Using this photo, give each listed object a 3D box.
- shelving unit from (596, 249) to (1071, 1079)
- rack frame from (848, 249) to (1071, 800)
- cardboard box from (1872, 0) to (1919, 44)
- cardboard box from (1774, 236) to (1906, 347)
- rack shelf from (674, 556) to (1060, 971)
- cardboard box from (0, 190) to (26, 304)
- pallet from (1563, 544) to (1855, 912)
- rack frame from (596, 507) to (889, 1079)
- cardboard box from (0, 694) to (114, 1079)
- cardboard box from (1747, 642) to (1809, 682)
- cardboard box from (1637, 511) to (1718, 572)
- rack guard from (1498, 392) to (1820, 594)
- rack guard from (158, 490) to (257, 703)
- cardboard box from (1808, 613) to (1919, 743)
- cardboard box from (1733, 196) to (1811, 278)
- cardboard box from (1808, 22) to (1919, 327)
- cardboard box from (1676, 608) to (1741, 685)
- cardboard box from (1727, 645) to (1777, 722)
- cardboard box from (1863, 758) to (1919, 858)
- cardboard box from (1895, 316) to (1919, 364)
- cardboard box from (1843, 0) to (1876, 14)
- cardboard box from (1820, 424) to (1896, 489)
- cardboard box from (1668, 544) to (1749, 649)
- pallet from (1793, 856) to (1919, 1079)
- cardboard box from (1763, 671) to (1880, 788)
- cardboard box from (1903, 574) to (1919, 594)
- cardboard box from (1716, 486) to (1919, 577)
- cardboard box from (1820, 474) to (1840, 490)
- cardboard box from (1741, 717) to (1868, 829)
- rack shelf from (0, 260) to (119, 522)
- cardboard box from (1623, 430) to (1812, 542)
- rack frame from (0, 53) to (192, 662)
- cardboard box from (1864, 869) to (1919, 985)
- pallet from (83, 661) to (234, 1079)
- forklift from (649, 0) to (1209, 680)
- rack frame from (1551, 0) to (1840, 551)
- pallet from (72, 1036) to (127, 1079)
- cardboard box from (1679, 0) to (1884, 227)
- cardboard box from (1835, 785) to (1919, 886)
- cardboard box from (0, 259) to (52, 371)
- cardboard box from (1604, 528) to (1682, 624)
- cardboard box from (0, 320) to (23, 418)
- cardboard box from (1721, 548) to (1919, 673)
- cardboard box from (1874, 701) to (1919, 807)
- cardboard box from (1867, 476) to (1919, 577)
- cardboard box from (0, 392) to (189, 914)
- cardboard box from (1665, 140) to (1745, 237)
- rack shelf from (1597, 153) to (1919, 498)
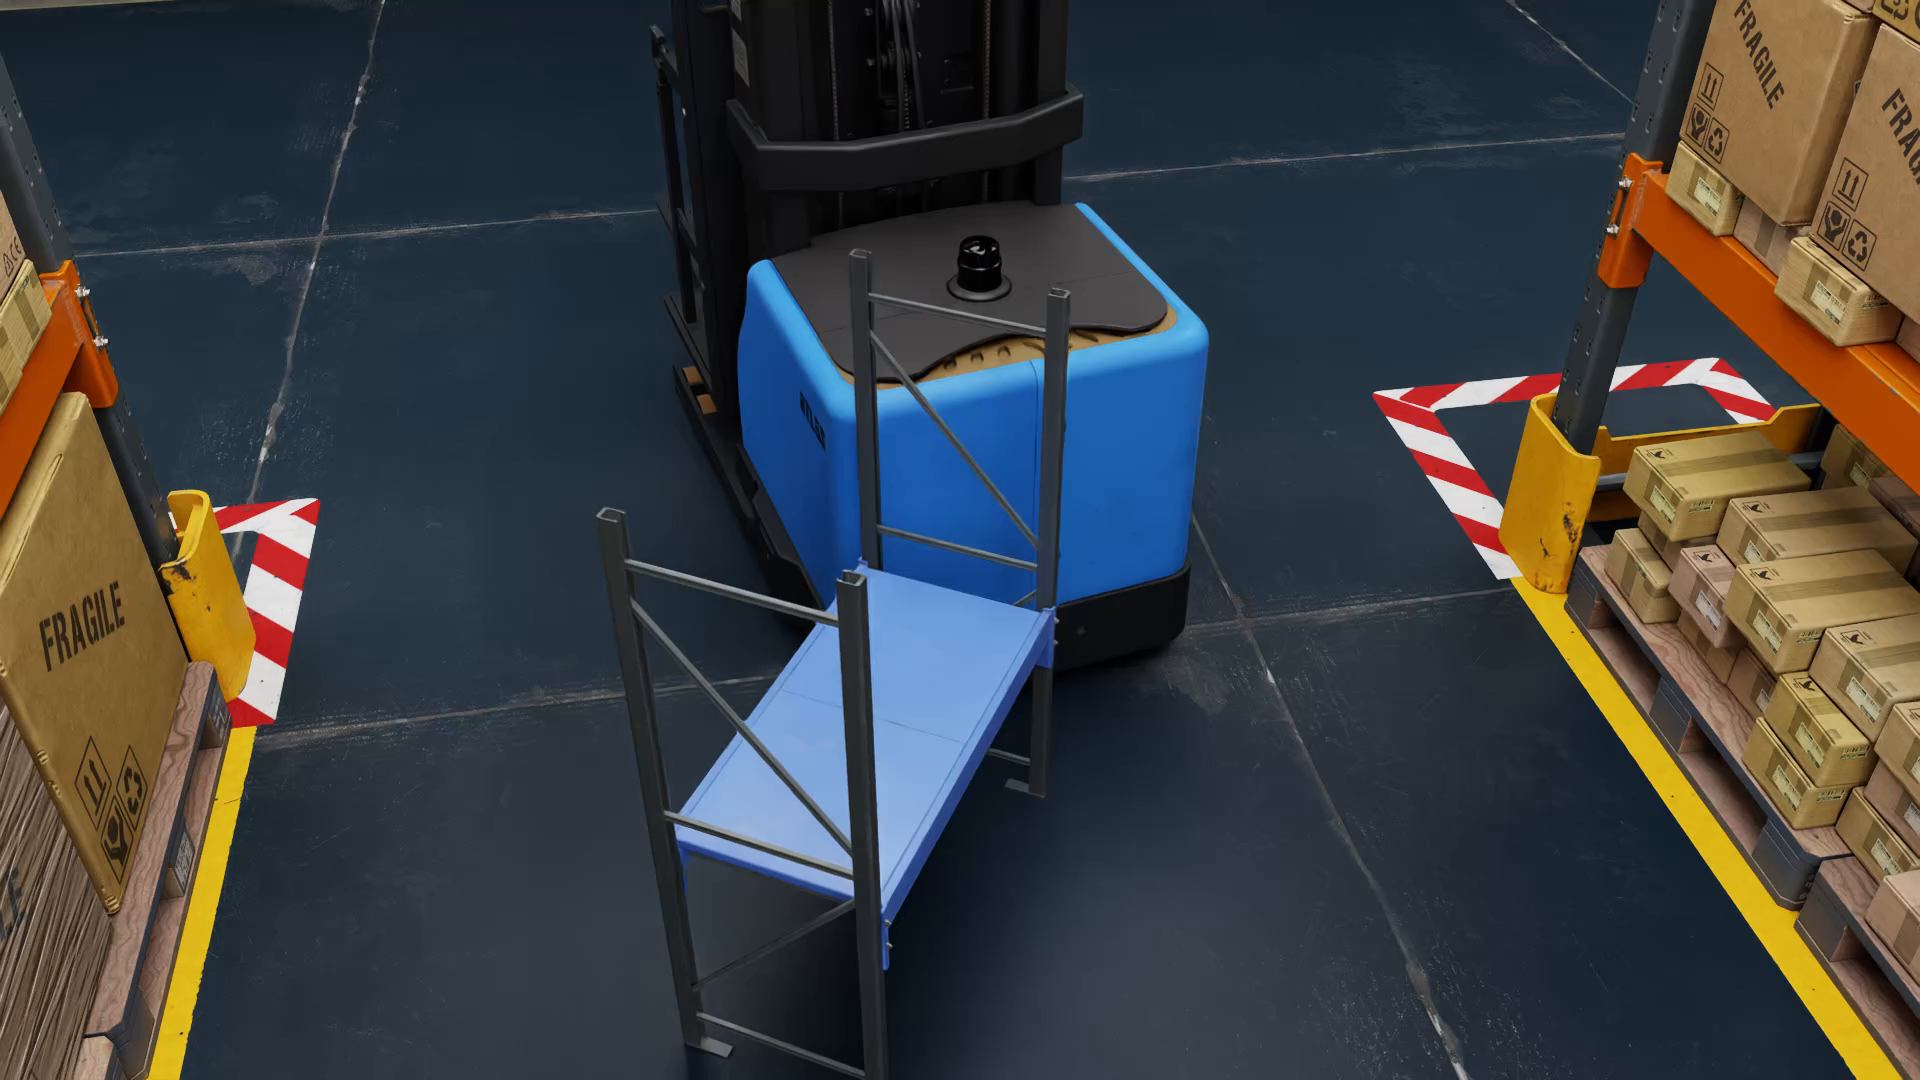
[{"bbox_3d":[-0.197,0.312,3.626,0.538,1.500,1.048,14,40,17],"label":"shelving unit"},{"bbox_3d":[-0.005,0.024,3.997,0.500,1.500,0.032,14,40,17],"label":"rack frame"},{"bbox_3d":[2.195,-1.174,3.178,0.500,0.500,0.500,-5,38,-7],"label":"cardboard box"},{"bbox_3d":[2.097,-0.579,3.755,0.380,0.149,0.250,-7,38,-9],"label":"cardboard box"},{"bbox_3d":[-0.197,0.454,3.736,0.538,0.185,1.000,14,40,17],"label":"rack shelf"},{"bbox_3d":[-2.272,-0.548,3.390,0.500,0.250,0.500,-7,38,-9],"label":"cardboard box"},{"bbox_3d":[2.404,0.415,4.544,1.003,0.211,1.213,-6,38,-8],"label":"pallet"},{"bbox_3d":[-0.390,0.601,3.254,0.500,1.500,0.032,14,40,17],"label":"rack frame"},{"bbox_3d":[-2.267,0.847,3.105,0.875,0.875,0.875,-6,38,-8],"label":"cardboard box"},{"bbox_3d":[2.245,0.270,4.197,0.380,0.149,0.250,-6,38,-7],"label":"cardboard box"},{"bbox_3d":[2.122,-0.040,4.595,0.380,0.149,0.250,-5,38,-6],"label":"cardboard box"},{"bbox_3d":[2.296,-0.193,5.092,1.175,0.500,0.348,-6,38,-8],"label":"rack guard"},{"bbox_3d":[-2.622,0.219,4.561,1.175,0.500,0.348,-6,38,-8],"label":"rack guard"},{"bbox_3d":[2.250,0.312,3.900,0.380,0.149,0.250,-8,39,-10],"label":"cardboard box"},{"bbox_3d":[2.103,-0.747,3.971,0.380,0.149,0.250,-5,38,-6],"label":"cardboard box"},{"bbox_3d":[2.209,-0.762,3.462,0.500,0.500,0.500,-6,38,-8],"label":"cardboard box"},{"bbox_3d":[2.186,0.234,4.486,0.380,0.149,0.250,-6,38,-8],"label":"cardboard box"},{"bbox_3d":[2.237,0.383,4.294,0.380,0.149,0.250,-6,38,-7],"label":"cardboard box"},{"bbox_3d":[2.323,0.587,3.789,0.380,0.149,0.250,-8,39,-10],"label":"cardboard box"},{"bbox_3d":[2.277,-0.437,3.572,0.380,0.149,0.250,-5,38,-6],"label":"cardboard box"},{"bbox_3d":[2.100,-1.479,3.569,0.500,0.500,0.500,-6,38,-8],"label":"cardboard box"},{"bbox_3d":[2.625,-0.209,4.570,0.380,0.149,0.250,-6,38,-7],"label":"cardboard box"},{"bbox_3d":[2.115,0.132,4.375,0.380,0.149,0.250,-6,38,-8],"label":"cardboard box"},{"bbox_3d":[2.614,1.150,3.597,1.003,0.211,1.213,-6,38,-8],"label":"pallet"},{"bbox_3d":[2.183,0.437,3.982,0.380,0.149,0.250,-5,38,-7],"label":"cardboard box"},{"bbox_3d":[2.649,0.068,4.457,0.380,0.149,0.250,-7,38,-9],"label":"cardboard box"},{"bbox_3d":[2.207,0.005,4.295,0.380,0.149,0.250,-6,38,-7],"label":"cardboard box"},{"bbox_3d":[2.657,-0.096,4.667,0.380,0.149,0.250,-7,38,-9],"label":"cardboard box"},{"bbox_3d":[2.173,0.549,4.080,0.380,0.149,0.250,-6,38,-7],"label":"cardboard box"},{"bbox_3d":[-2.267,0.738,2.441,1.077,0.370,4.000,-6,38,-8],"label":"rack shelf"},{"bbox_3d":[2.040,-0.148,4.493,0.380,0.149,0.250,-8,39,-10],"label":"cardboard box"},{"bbox_3d":[-2.618,-0.754,3.776,1.000,3.000,0.127,-6,38,-8],"label":"rack frame"},{"bbox_3d":[2.270,0.853,3.689,0.380,0.149,0.250,-8,39,-10],"label":"cardboard box"},{"bbox_3d":[-2.401,0.822,4.020,1.003,0.211,1.213,-6,38,-8],"label":"pallet"},{"bbox_3d":[-0.355,-1.577,4.890,1.130,2.935,3.031,-13,40,-17],"label":"forklift"},{"bbox_3d":[2.283,-1.226,4.384,1.000,3.000,0.127,-6,38,-8],"label":"rack frame"},{"bbox_3d":[-2.190,1.557,3.074,1.003,0.211,1.213,-6,38,-8],"label":"pallet"},{"bbox_3d":[2.090,-1.083,3.875,0.500,0.500,0.500,-5,38,-6],"label":"cardboard box"},{"bbox_3d":[2.312,0.693,3.895,0.380,0.149,0.250,-6,38,-8],"label":"cardboard box"},{"bbox_3d":[-2.231,-0.475,3.621,0.380,0.149,0.250,-6,38,-7],"label":"cardboard box"},{"bbox_3d":[2.060,0.084,4.678,0.380,0.149,0.250,-5,38,-7],"label":"cardboard box"},{"bbox_3d":[-2.184,-0.318,3.420,0.380,0.149,0.250,-6,38,-7],"label":"cardboard box"},{"bbox_3d":[2.125,0.171,4.081,0.380,0.149,0.250,-6,38,-8],"label":"cardboard box"},{"bbox_3d":[2.290,0.481,3.683,0.380,0.149,0.250,-5,38,-6],"label":"cardboard box"},{"bbox_3d":[2.613,-0.051,4.367,0.380,0.149,0.250,-6,38,-7],"label":"cardboard box"},{"bbox_3d":[-2.427,0.297,3.812,0.875,0.875,0.875,-6,38,-8],"label":"cardboard box"},{"bbox_3d":[2.017,-0.896,4.164,0.380,0.149,0.250,-7,38,-8],"label":"cardboard box"},{"bbox_3d":[2.634,0.266,3.050,1.077,0.370,4.000,-6,38,-8],"label":"rack shelf"}]
